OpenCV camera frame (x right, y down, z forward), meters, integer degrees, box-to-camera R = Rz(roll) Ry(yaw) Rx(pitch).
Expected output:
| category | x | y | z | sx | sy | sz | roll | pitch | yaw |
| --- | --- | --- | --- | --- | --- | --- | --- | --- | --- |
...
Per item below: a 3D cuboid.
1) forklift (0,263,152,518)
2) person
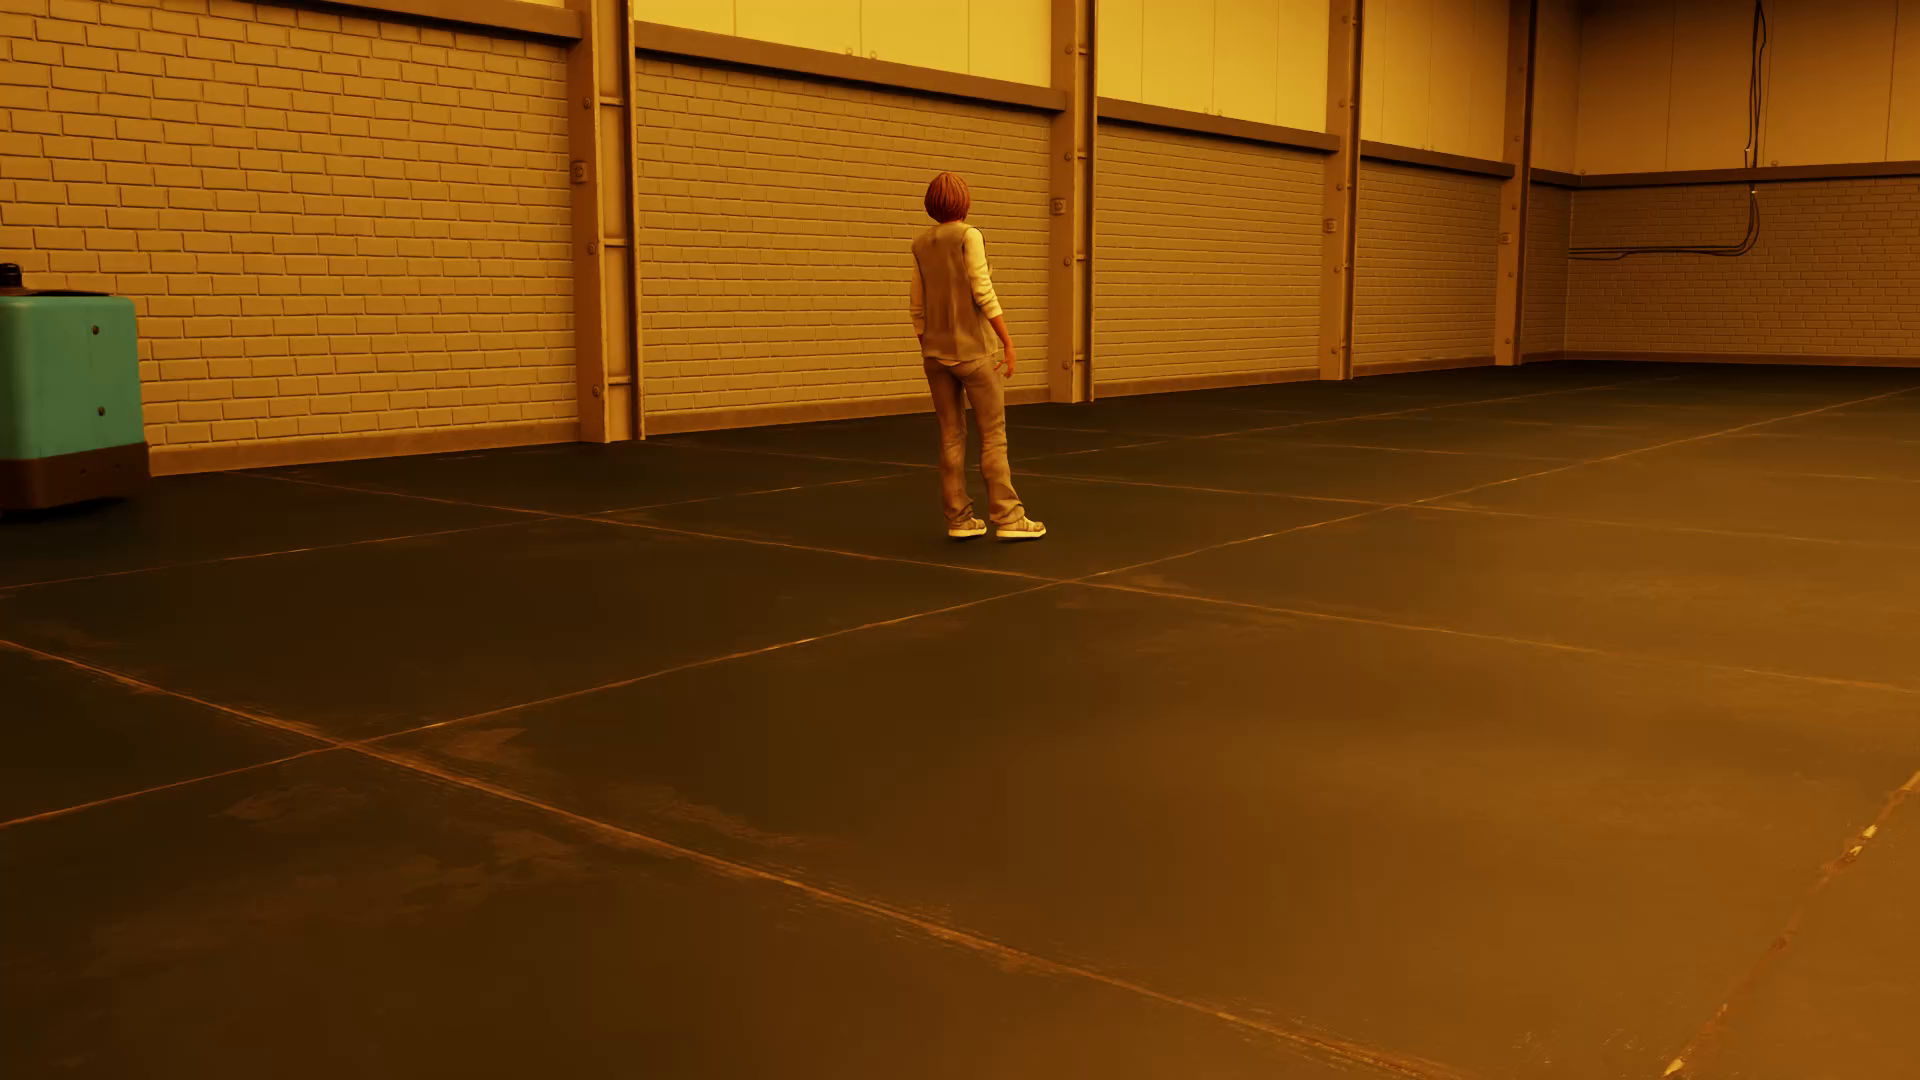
| category | x | y | z | sx | sy | sz | roll | pitch | yaw |
| --- | --- | --- | --- | --- | --- | --- | --- | --- | --- |
| forklift | -5.835 | -1.611 | 8.292 | 3.031 | 2.935 | 1.130 | 1 | 8 | 4 |
| person | 0.057 | -0.805 | 7.336 | 0.520 | 1.597 | 0.475 | 7 | 11 | 38 |
